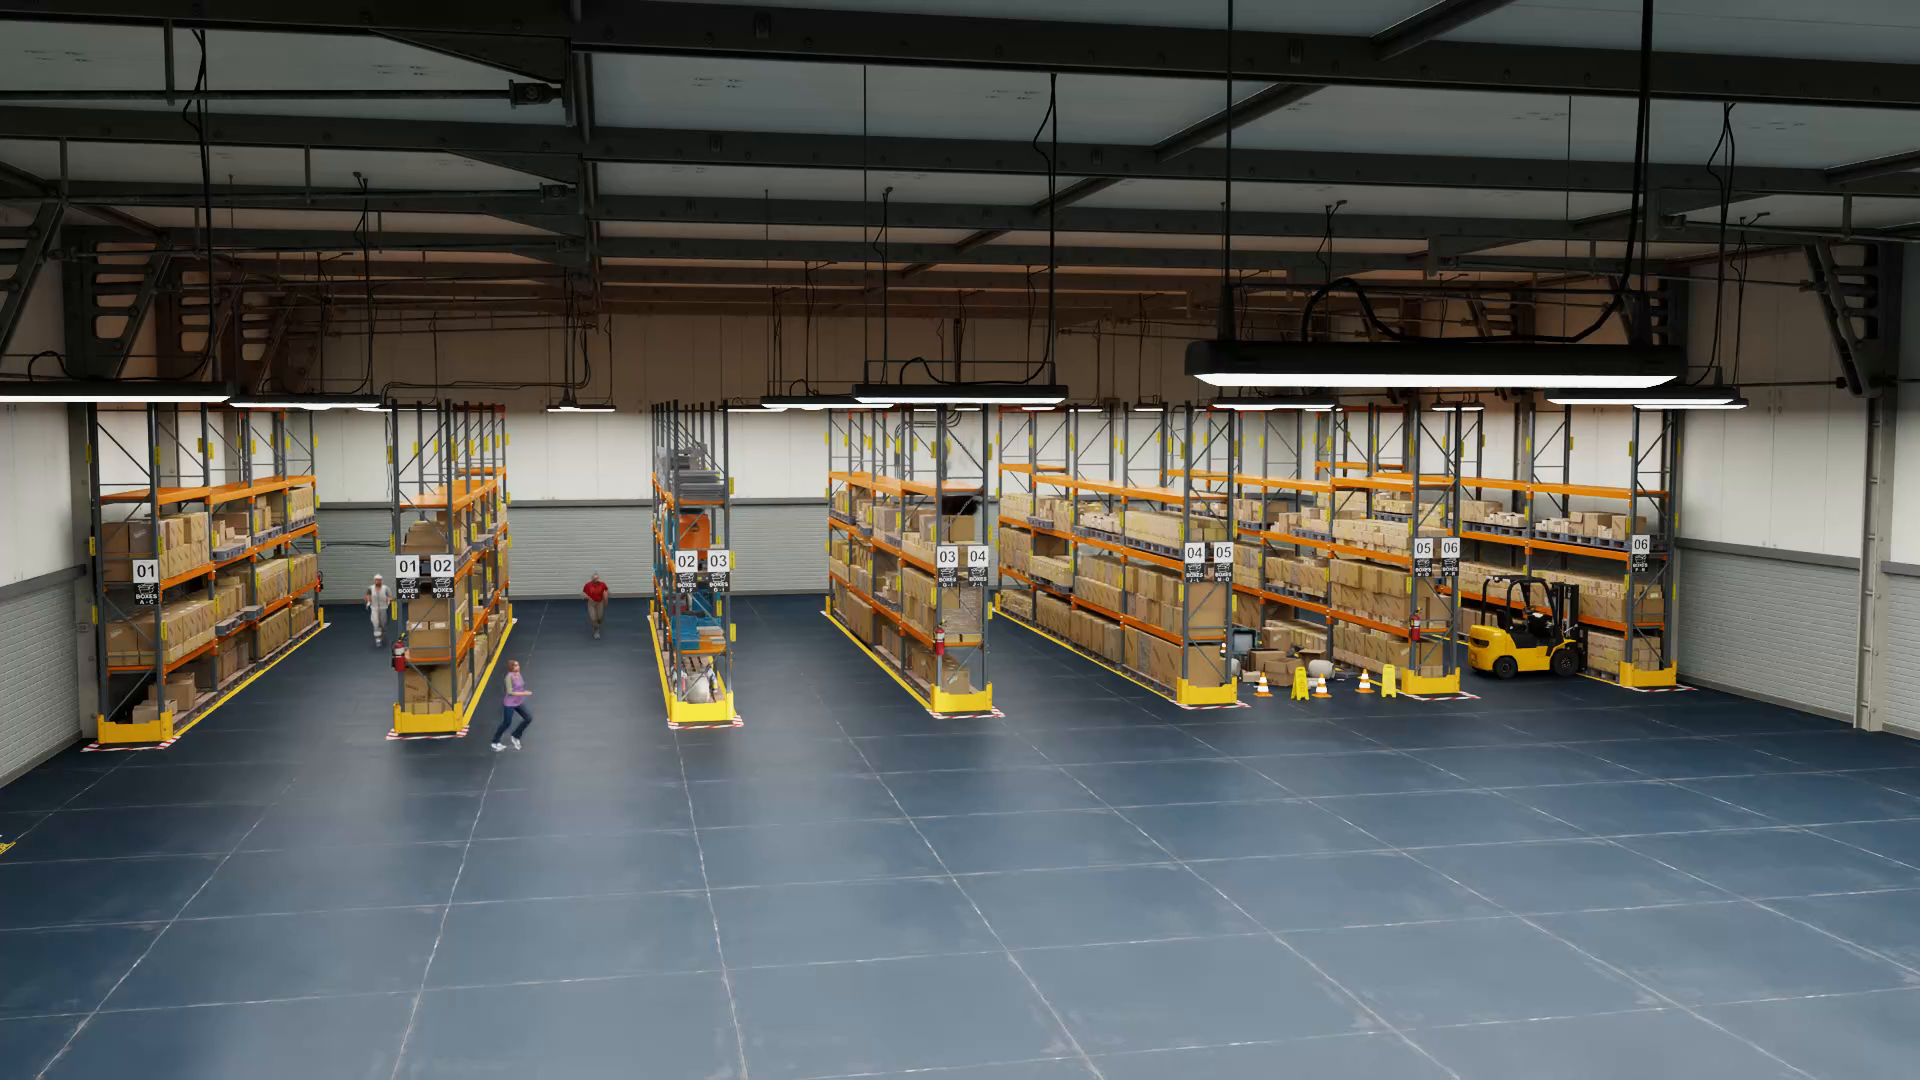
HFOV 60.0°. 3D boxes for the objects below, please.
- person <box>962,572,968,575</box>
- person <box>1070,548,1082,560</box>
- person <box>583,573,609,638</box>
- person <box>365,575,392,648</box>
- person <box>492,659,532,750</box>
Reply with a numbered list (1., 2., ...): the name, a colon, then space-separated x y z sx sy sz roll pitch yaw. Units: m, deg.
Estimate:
1. person: 0.069 1.325 47.115 0.716 1.722 0.569 0 4 -4
2. person: 3.503 0.950 51.601 0.728 1.810 0.656 -3 6 -39
3. person: -9.362 1.680 42.771 0.651 1.673 0.766 -1 4 -11
4. person: -14.426 1.731 41.285 0.631 1.780 0.954 -1 5 -18
5. person: -7.570 2.789 28.235 0.791 1.559 0.550 2 5 21
